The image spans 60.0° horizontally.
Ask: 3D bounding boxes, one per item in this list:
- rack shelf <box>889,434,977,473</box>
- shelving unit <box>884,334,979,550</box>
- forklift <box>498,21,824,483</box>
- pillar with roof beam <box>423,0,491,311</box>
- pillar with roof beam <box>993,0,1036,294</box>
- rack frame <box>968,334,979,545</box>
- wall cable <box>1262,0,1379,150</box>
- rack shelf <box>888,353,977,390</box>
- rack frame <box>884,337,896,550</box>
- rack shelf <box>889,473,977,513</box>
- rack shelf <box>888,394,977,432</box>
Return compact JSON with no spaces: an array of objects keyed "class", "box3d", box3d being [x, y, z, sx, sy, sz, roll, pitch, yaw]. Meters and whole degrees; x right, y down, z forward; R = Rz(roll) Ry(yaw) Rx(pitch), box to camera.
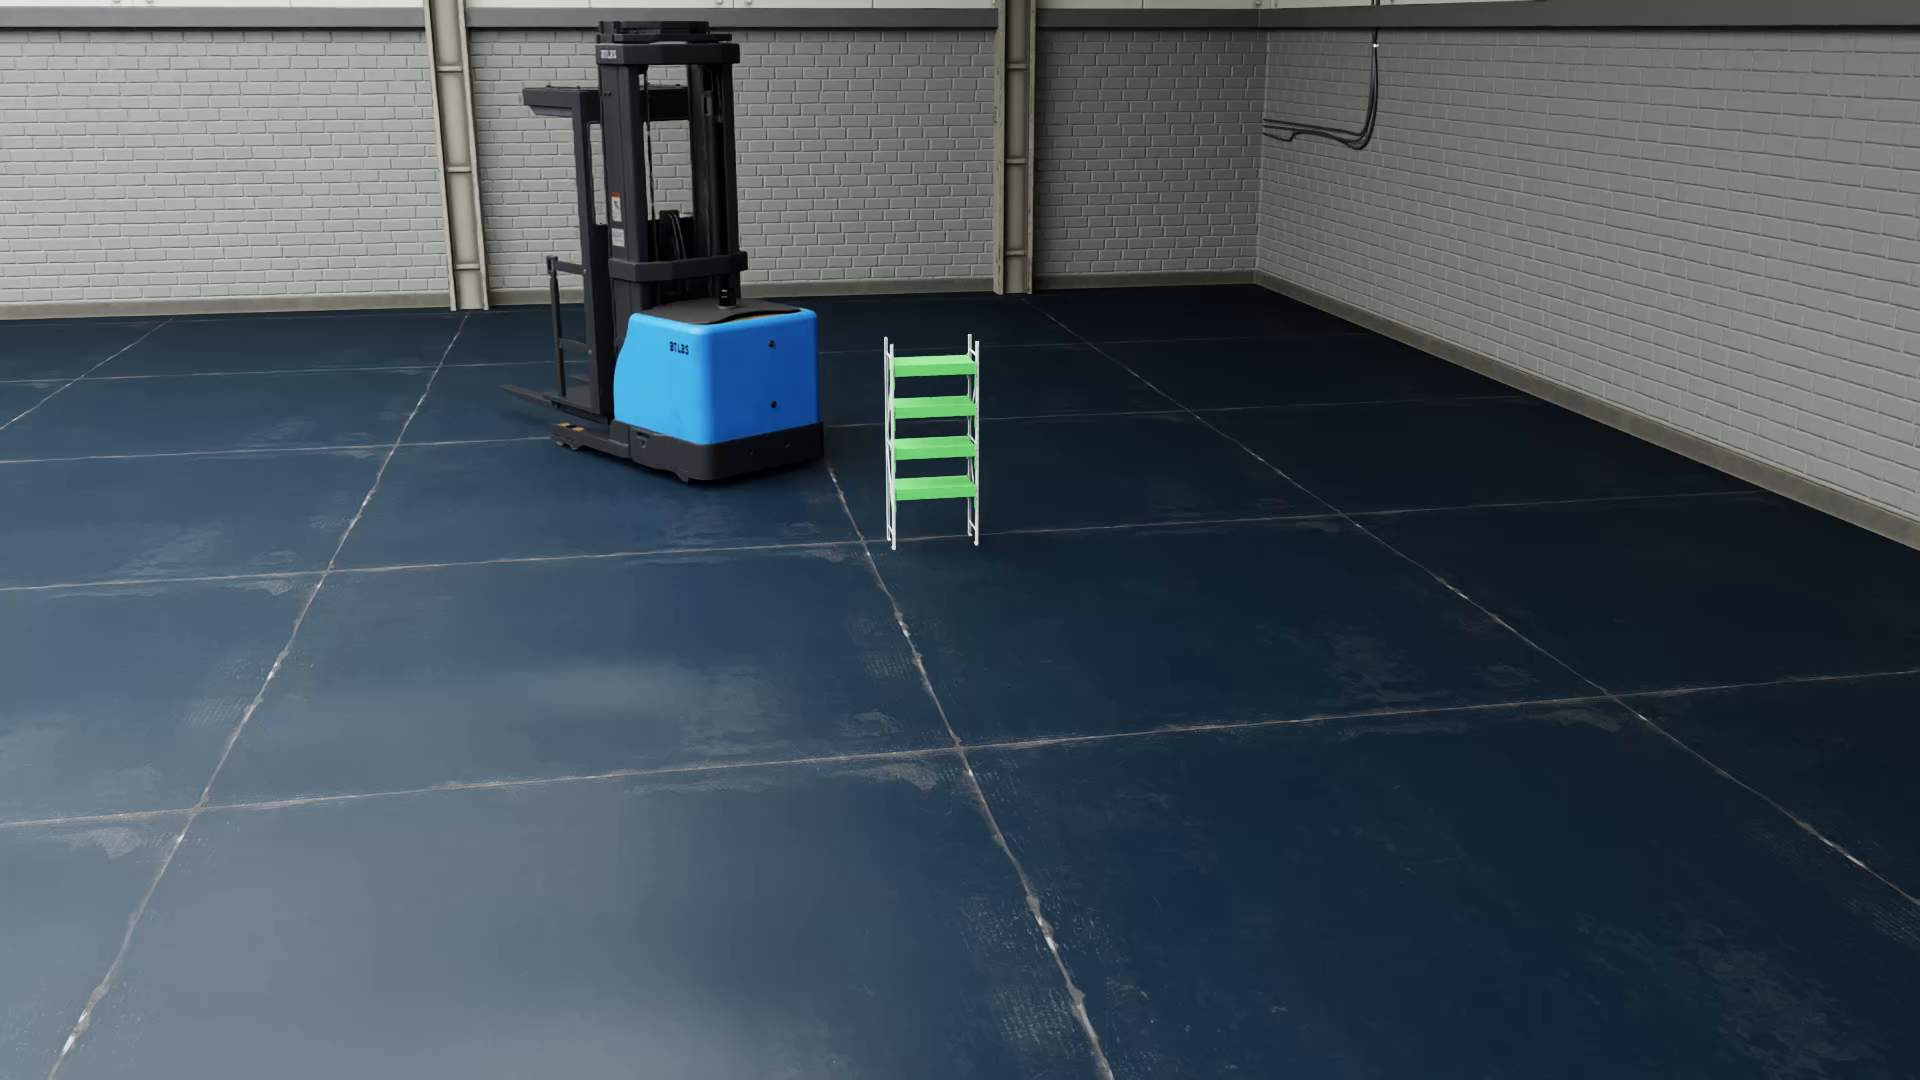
[{"class":"rack shelf","box3d":[-0.163,-0.503,9.624,0.480,0.148,0.258,-3,17,-10]},{"class":"shelving unit","box3d":[-0.163,-0.564,9.606,0.503,1.200,0.258,-3,17,-10]},{"class":"forklift","box3d":[-2.318,-2.134,11.766,1.130,2.935,3.031,-16,23,-41]},{"class":"pillar with roof beam","box3d":[-4.471,-5.572,12.626,0.400,9.000,9.100,-3,17,-10]},{"class":"pillar with roof beam","box3d":[1.420,-5.906,13.714,0.400,9.000,9.100,-3,17,-10]},{"class":"rack frame","box3d":[0.077,-0.578,9.650,0.015,1.200,0.240,-3,17,-10]},{"class":"wall cable","box3d":[3.747,-5.446,17.504,0.112,2.526,3.097,-3,17,-10]},{"class":"rack shelf","box3d":[-0.163,-0.962,9.483,0.480,0.148,0.258,-3,17,-10]},{"class":"rack frame","box3d":[-0.402,-0.551,9.561,0.015,1.200,0.240,-3,17,-10]},{"class":"rack shelf","box3d":[-0.163,-0.274,9.695,0.480,0.148,0.258,-3,17,-10]},{"class":"rack shelf","box3d":[-0.163,-0.733,9.554,0.480,0.148,0.258,-3,17,-10]}]
